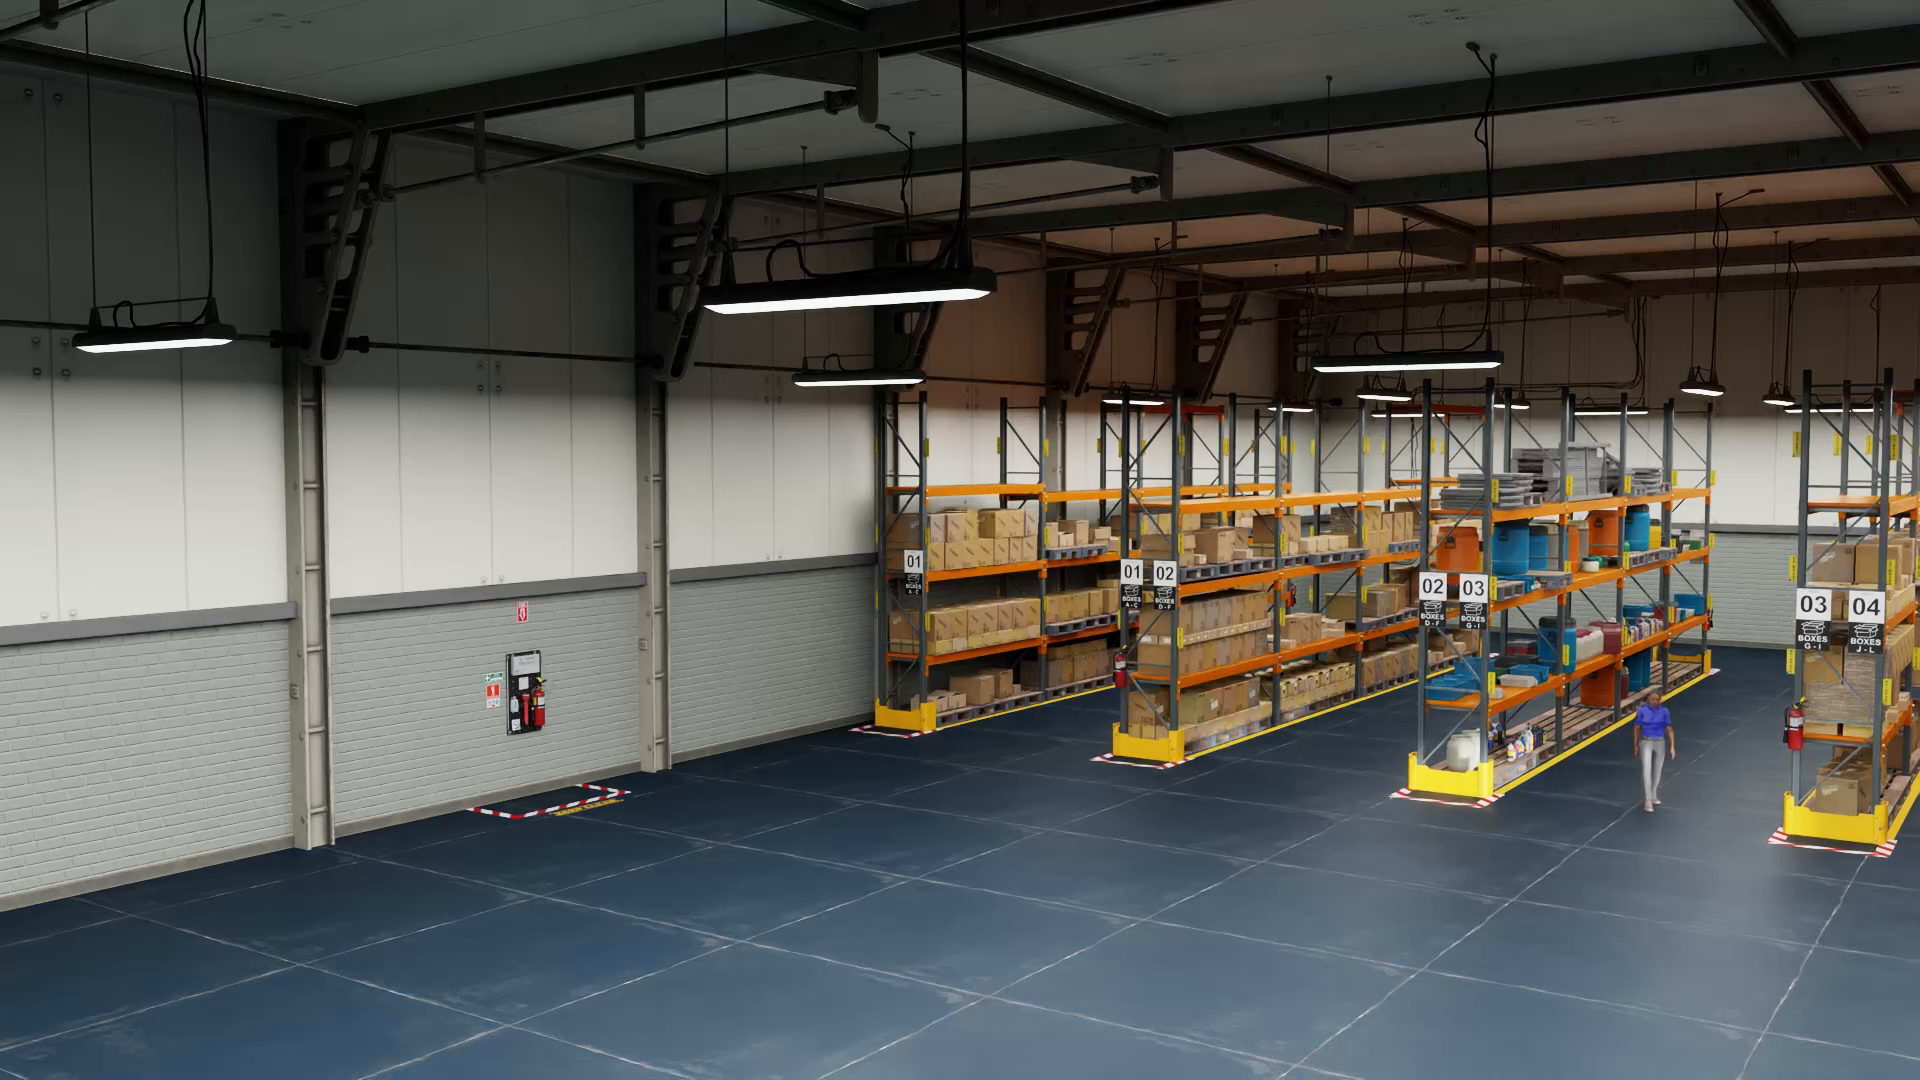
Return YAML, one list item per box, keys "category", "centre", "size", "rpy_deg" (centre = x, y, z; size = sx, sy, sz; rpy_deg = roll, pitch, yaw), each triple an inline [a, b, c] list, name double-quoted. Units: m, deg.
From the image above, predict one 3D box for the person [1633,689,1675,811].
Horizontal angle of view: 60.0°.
- category: "person"
  centre: [9.659, 2.896, 23.142]
  size: [0.498, 1.636, 0.716]
  rpy_deg: [1, 3, 10]
